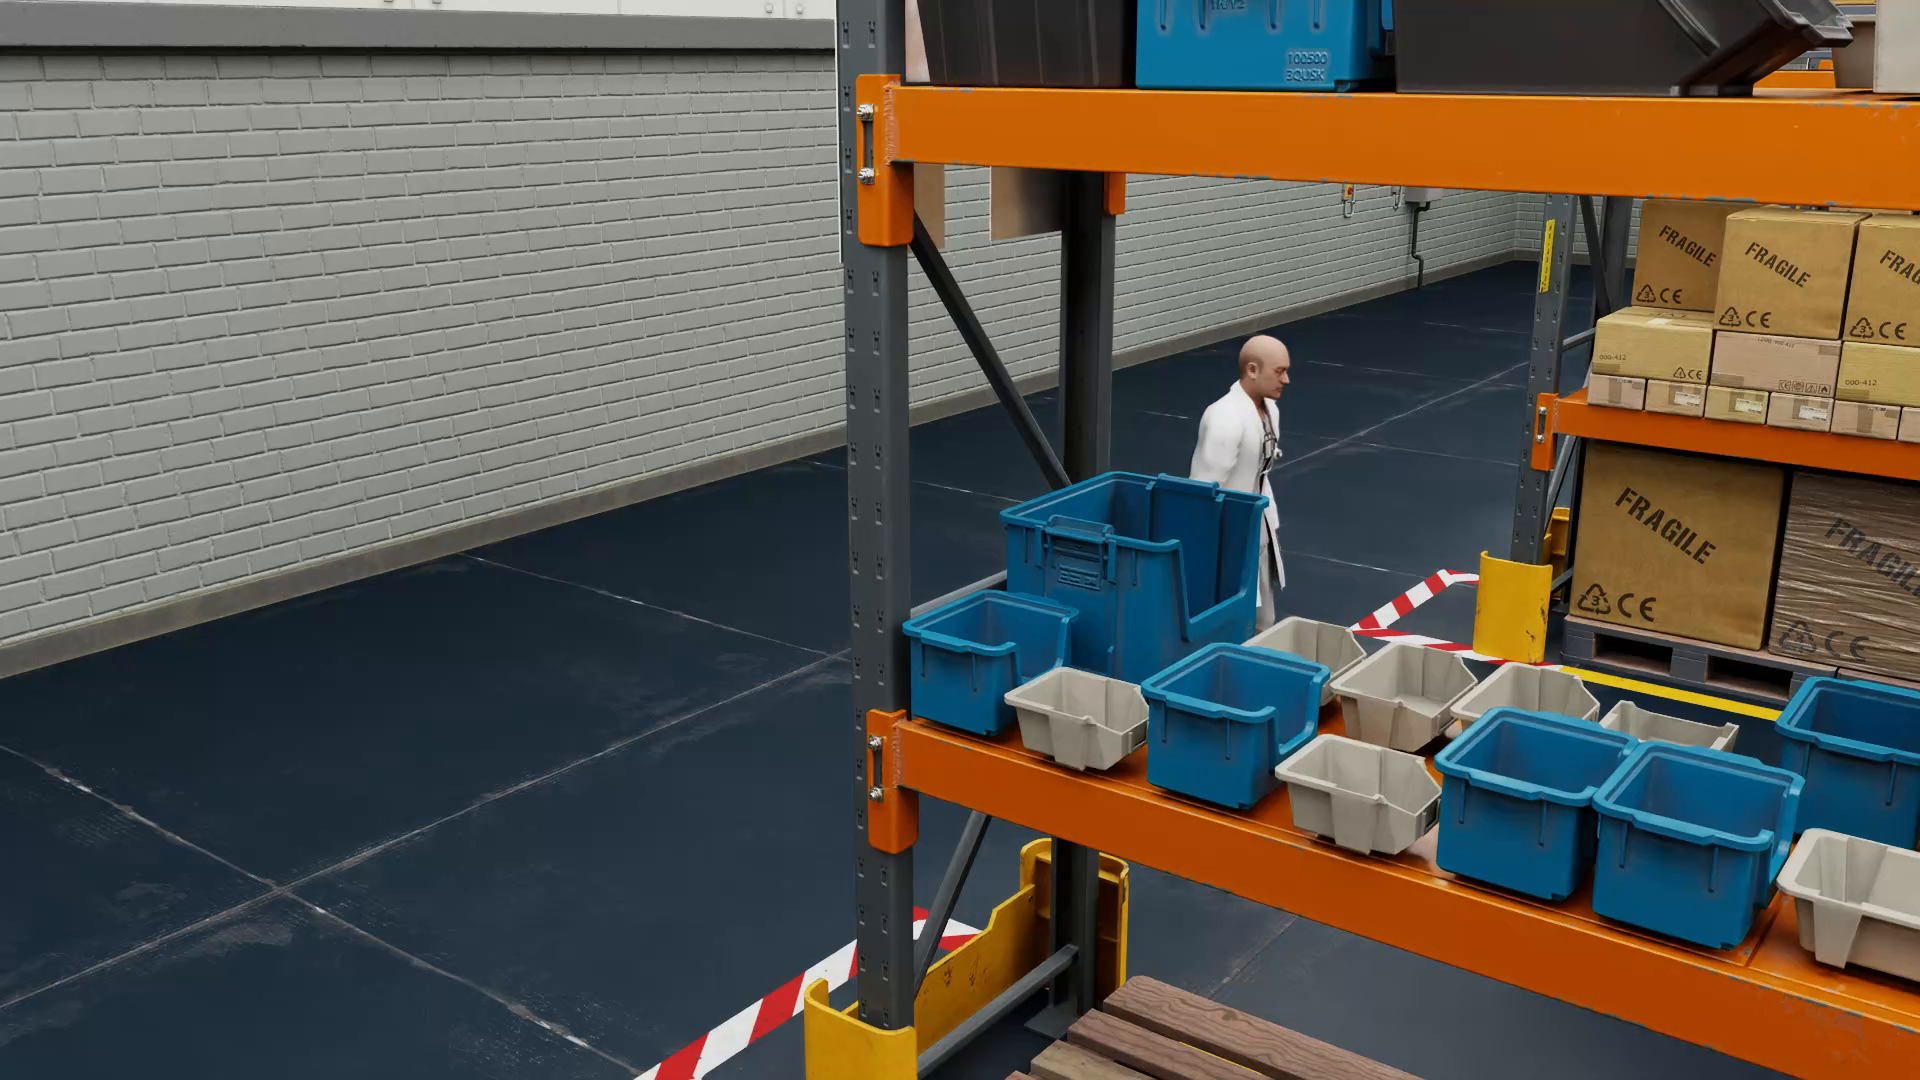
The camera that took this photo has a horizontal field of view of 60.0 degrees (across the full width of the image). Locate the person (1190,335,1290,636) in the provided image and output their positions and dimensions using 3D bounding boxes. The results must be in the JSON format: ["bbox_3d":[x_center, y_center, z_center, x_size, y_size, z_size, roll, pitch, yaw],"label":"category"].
[{"bbox_3d":[1.180,0.022,6.989,0.429,1.772,0.646,10,19,32],"label":"person"}]
